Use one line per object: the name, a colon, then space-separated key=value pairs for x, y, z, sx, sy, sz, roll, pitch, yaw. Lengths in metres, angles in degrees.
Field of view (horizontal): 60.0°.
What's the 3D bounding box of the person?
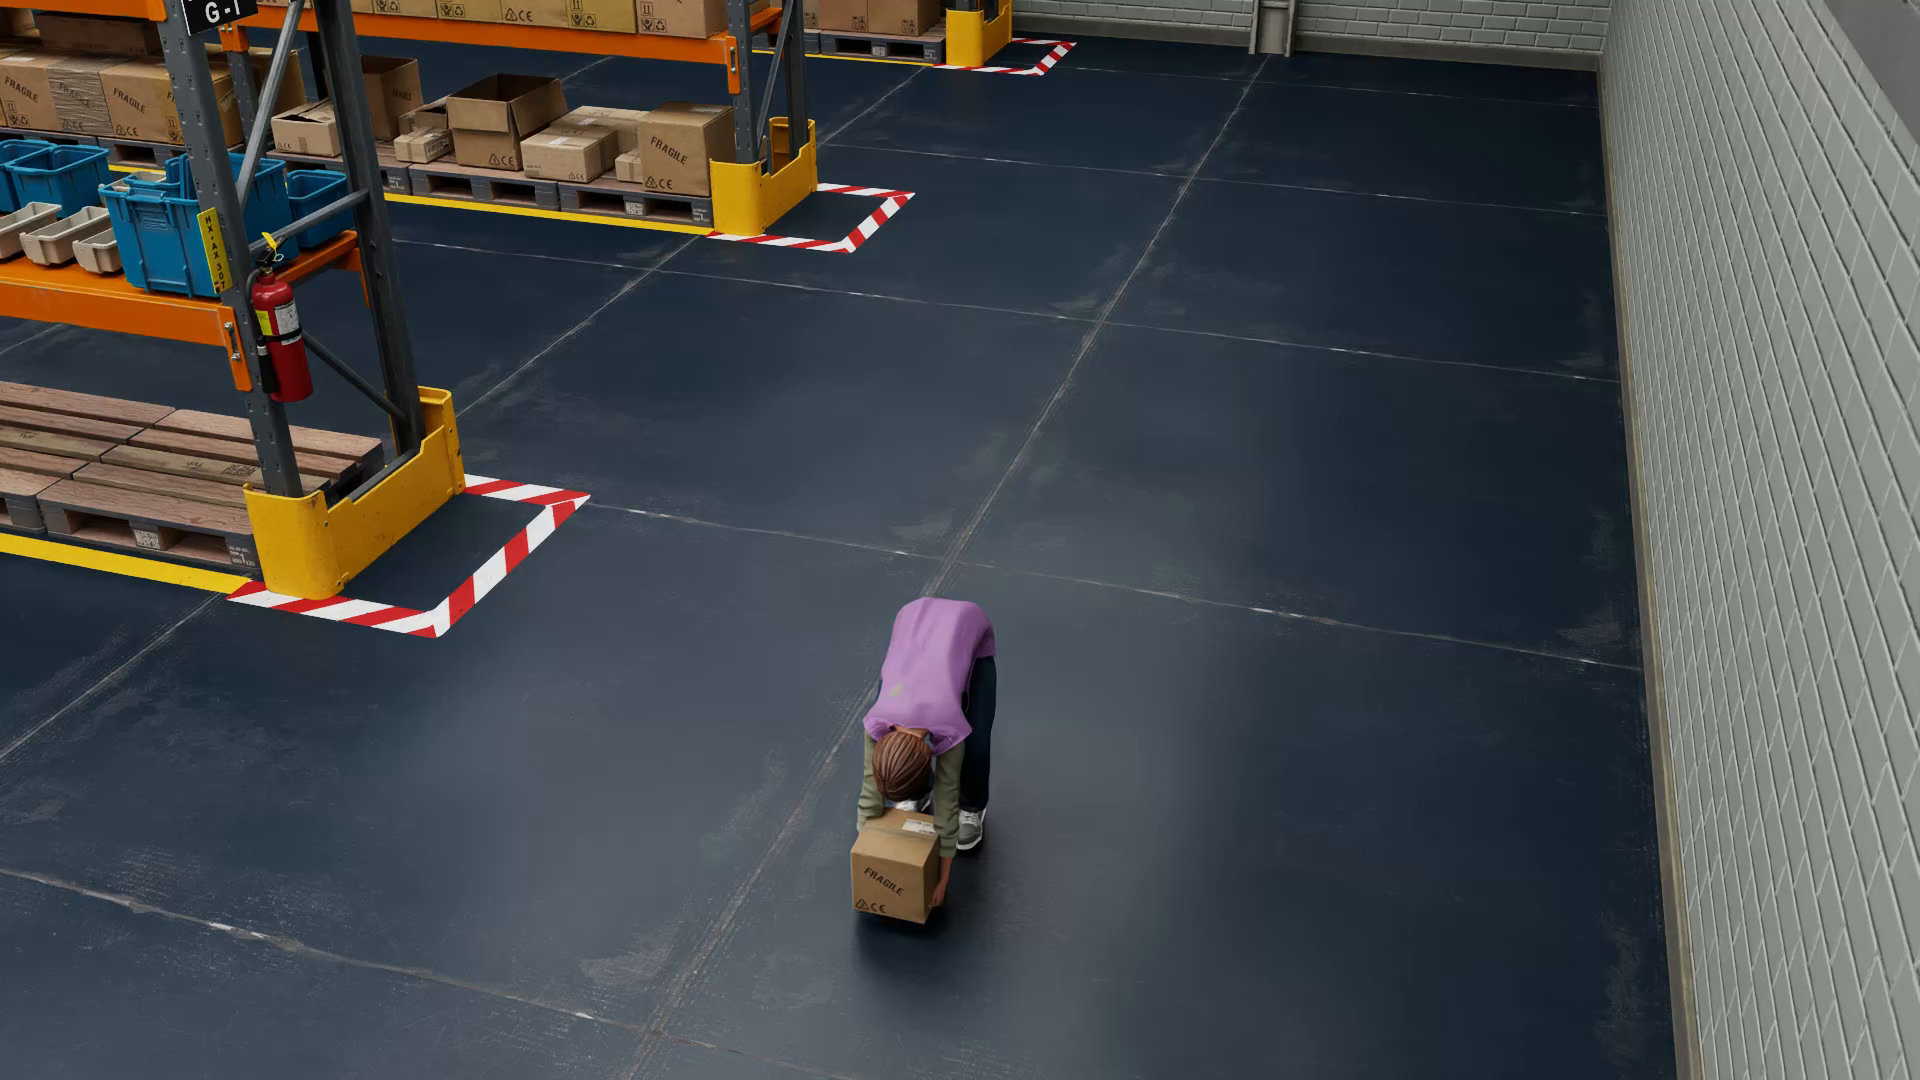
person: x=-0.094 y=0.672 z=5.674 sx=0.424 sy=0.886 sz=0.715 roll=7 pitch=30 yaw=12
